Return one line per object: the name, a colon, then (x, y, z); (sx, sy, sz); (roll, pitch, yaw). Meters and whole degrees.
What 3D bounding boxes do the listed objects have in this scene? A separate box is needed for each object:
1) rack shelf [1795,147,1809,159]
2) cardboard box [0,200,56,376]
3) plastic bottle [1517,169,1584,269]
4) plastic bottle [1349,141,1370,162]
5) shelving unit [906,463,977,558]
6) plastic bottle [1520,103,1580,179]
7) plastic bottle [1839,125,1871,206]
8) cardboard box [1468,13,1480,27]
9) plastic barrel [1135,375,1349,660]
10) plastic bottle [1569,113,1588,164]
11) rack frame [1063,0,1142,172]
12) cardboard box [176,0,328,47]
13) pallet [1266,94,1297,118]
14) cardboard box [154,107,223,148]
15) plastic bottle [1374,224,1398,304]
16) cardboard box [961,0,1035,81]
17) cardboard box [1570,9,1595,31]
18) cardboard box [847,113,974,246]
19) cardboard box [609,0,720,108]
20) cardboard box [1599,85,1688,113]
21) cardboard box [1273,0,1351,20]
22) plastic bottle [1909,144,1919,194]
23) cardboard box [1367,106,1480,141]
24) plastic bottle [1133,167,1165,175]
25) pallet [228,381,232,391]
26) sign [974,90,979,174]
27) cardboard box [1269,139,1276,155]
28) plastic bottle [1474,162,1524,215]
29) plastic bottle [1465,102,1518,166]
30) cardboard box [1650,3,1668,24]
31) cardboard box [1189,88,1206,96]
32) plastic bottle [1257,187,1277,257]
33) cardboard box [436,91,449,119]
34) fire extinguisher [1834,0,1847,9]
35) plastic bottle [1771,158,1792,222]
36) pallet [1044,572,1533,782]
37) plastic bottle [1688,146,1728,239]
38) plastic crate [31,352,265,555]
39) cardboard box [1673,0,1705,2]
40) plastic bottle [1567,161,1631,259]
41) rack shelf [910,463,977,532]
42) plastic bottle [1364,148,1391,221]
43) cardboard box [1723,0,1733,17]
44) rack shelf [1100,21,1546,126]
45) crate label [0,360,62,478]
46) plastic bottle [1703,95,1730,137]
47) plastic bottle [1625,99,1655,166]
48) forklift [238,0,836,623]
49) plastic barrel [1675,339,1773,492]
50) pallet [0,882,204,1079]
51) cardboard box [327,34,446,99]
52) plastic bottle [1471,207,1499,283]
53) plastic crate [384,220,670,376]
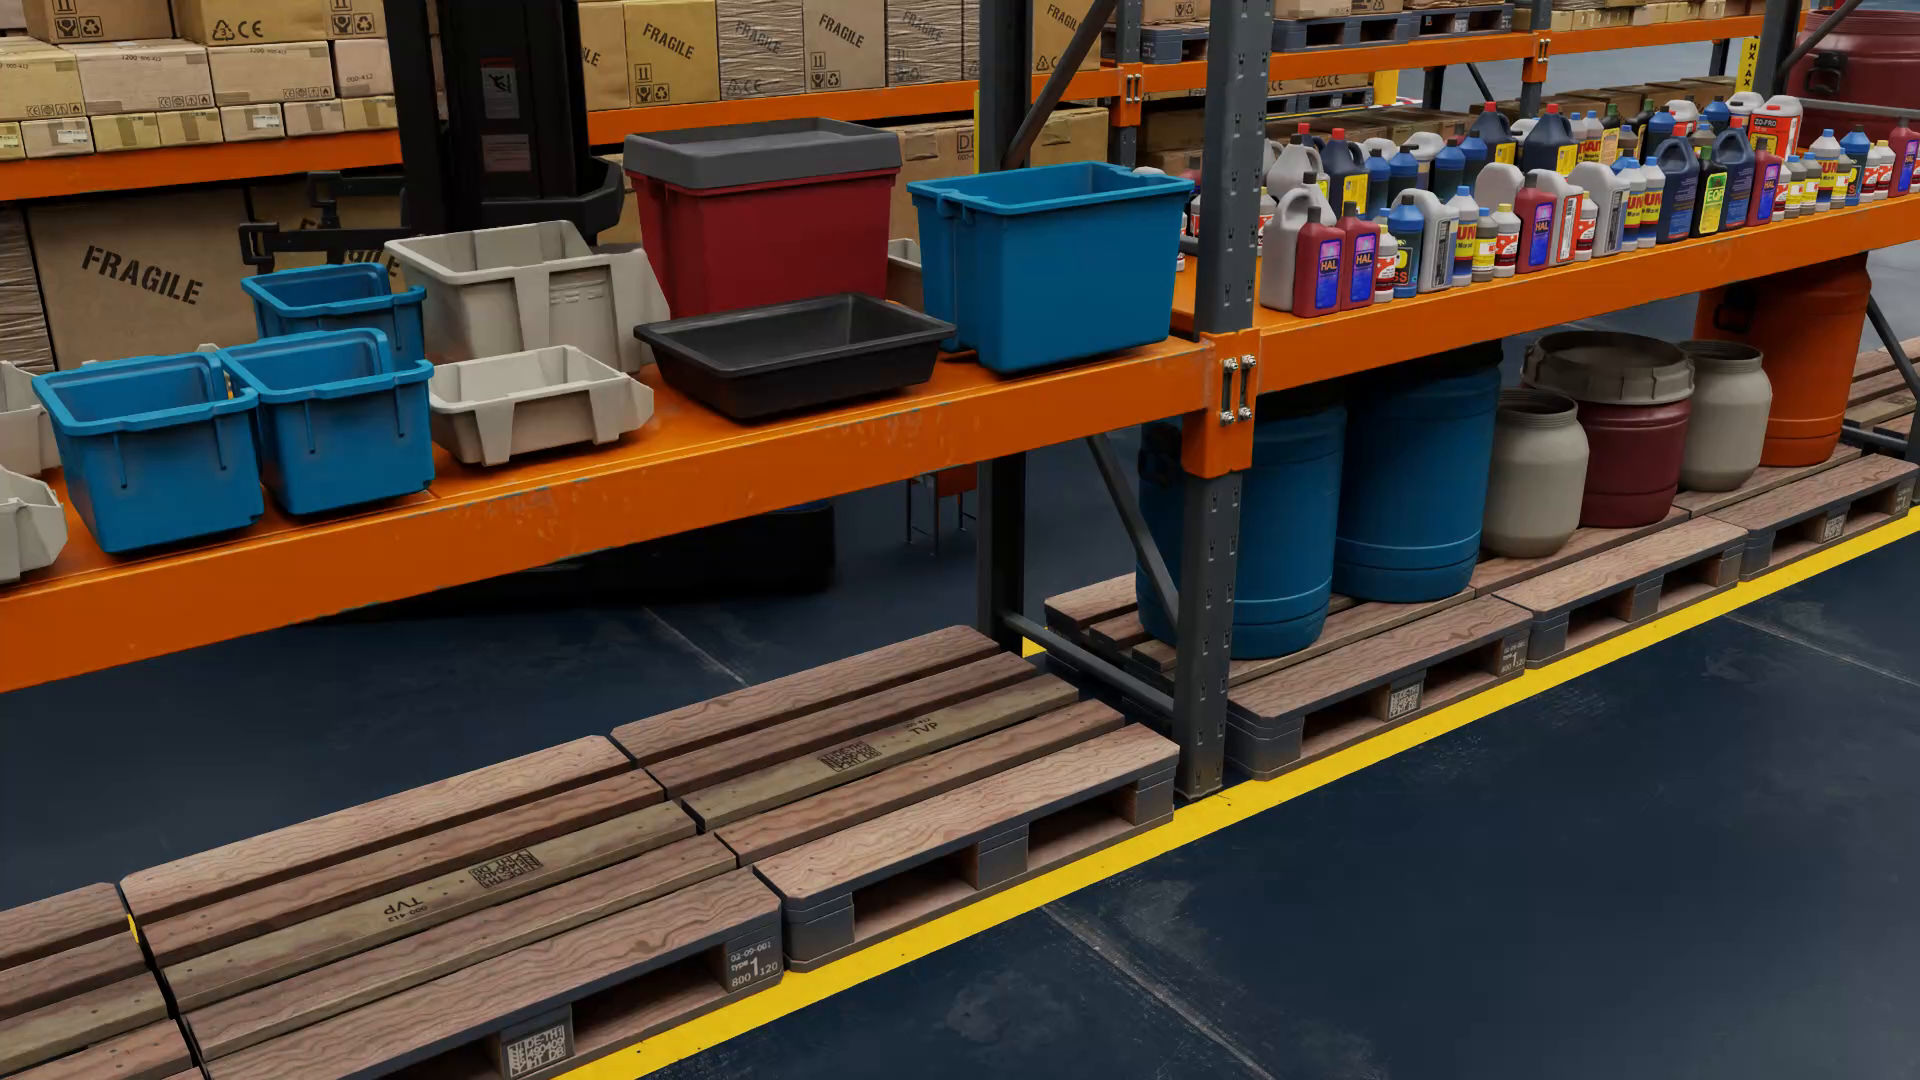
rack shelf: (5.262, -1.796, 7.820); (4.000, 0.370, 1.077); (-15, 26, -33)
cardboard box: (-4.537, -1.023, 7.213); (0.875, 0.875, 0.875); (-15, 26, -33)
plastic bottle: (1.741, -0.959, 4.921); (0.135, 0.276, 0.152); (-15, 26, -33)
plastic bottle: (1.228, -1.144, 5.384); (0.135, 0.276, 0.152); (-15, 26, -33)
shelving unit: (-0.043, -0.476, 6.173); (0.252, 1.050, 0.215); (-15, 26, -33)
plastic bottle: (2.038, -1.327, 5.742); (0.185, 0.351, 0.144); (-15, 26, -33)
plastic bottle: (3.109, -1.310, 5.805); (0.097, 0.271, 0.097); (0, 22, 0)
cardboard box: (3.995, -4.071, 12.890); (0.250, 0.149, 0.380); (-15, 26, -33)
plastic barrel: (0.843, -0.164, 5.025); (0.708, 0.901, 0.600); (-15, 26, -33)
plastic bottle: (2.238, -1.424, 6.091); (0.097, 0.271, 0.097); (0, 22, 0)
rack frame: (0.746, -3.187, 10.336); (0.127, 3.000, 1.000); (-15, 26, -33)
cardboard box: (-3.128, -2.451, 7.280); (0.500, 0.500, 0.500); (-15, 26, -32)
pallet: (2.832, -4.678, 17.835); (1.213, 0.211, 1.003); (-15, 26, -33)
cardboard box: (-3.393, -1.817, 7.241); (0.250, 0.149, 0.380); (-14, 26, -32)
plastic bottle: (1.129, -0.749, 4.494); (0.097, 0.201, 0.097); (0, 22, 0)
cardboard box: (0.082, -2.946, 9.596); (0.500, 0.500, 0.500); (-15, 26, -33)
cardboard box: (4.553, -3.942, 12.567); (0.250, 0.149, 0.380); (-15, 26, -33)
cardboard box: (-0.555, -2.061, 9.815); (0.875, 0.875, 1.225); (-15, 26, -33)
cardboard box: (-1.574, -2.501, 8.482); (0.500, 0.500, 0.500); (-15, 26, -33)
cardboard box: (5.738, -3.553, 14.059); (0.500, 0.500, 0.500); (-12, 25, -28)
cardboard box: (2.240, -3.606, 11.021); (0.500, 0.250, 0.500); (-16, 27, -34)
plastic bottle: (3.455, -1.369, 6.048); (0.097, 0.201, 0.097); (0, 22, 0)
cardboard box: (3.482, -2.970, 12.570); (0.500, 0.500, 0.700); (-17, 28, -37)
plastic bottle: (0.522, -0.956, 4.912); (0.135, 0.276, 0.152); (-15, 26, -33)
pallet: (-3.164, -0.885, 8.329); (1.213, 0.211, 1.003); (-15, 26, -33)
sign: (0.071, -1.125, 4.796); (0.005, 0.325, 0.100); (-15, 26, -33)
cardboard box: (1.721, -2.505, 11.406); (0.500, 0.500, 0.700); (-18, 28, -37)
plastic bottle: (1.652, -1.005, 5.035); (0.135, 0.276, 0.152); (-15, 26, -33)
plastic bottle: (1.840, -1.344, 5.784); (0.185, 0.351, 0.144); (-15, 26, -33)
cardboard box: (5.343, -4.170, 13.138); (0.250, 0.149, 0.380); (-15, 26, -33)
cardboard box: (2.459, -5.086, 17.396); (0.875, 0.875, 0.875); (-15, 26, -32)
plastic bottle: (0.907, -0.967, 5.040); (0.097, 0.201, 0.097); (0, 22, 0)
cardboard box: (-2.558, -2.040, 7.800); (0.250, 0.149, 0.380); (-15, 26, -33)
fire extinguisher: (7.602, -4.769, 14.404); (0.183, 0.674, 0.296); (-15, 26, -33)
plastic bottle: (2.714, -1.172, 5.553); (0.097, 0.201, 0.097); (0, 22, 0)
pallet: (1.042, 0.310, 5.336); (1.213, 0.211, 1.003); (-15, 26, -33)
plastic bottle: (2.373, -1.110, 5.289); (0.133, 0.283, 0.061); (-15, 26, -33)
plastic crate: (-1.394, -0.155, 2.882); (0.300, 0.233, 0.416); (-15, 26, -33)
cardboard box: (5.597, -4.648, 13.461); (0.500, 0.500, 0.875); (-15, 26, -33)
plastic bottle: (1.929, -1.010, 5.046); (0.135, 0.276, 0.152); (-15, 26, -33)
rack shelf: (-0.043, -0.208, 6.280); (0.240, 0.259, 0.215); (-15, 26, -33)
plastic bottle: (1.316, -1.109, 5.301); (0.097, 0.271, 0.097); (0, 22, 0)
cardboard box: (6.124, -4.403, 13.721); (0.250, 0.149, 0.380); (-15, 26, -33)
rack shelf: (2.369, -3.286, 11.554); (4.000, 0.370, 1.077); (-15, 26, -33)
crate label: (-1.844, -0.228, 3.194); (0.243, 0.136, 0.396); (-15, 26, -33)
plastic bottle: (2.988, -1.624, 6.592); (0.097, 0.271, 0.097); (0, 22, 0)
plastic bottle: (2.587, -1.531, 6.343); (0.133, 0.283, 0.061); (-15, 26, -33)
forklift: (-2.008, -1.286, 5.665); (3.031, 2.935, 1.130); (-3, 22, -8)
plastic barrel: (2.845, -0.476, 6.333); (0.421, 0.512, 0.421); (0, 22, 0)
pallet: (-2.164, 1.163, 3.197); (1.213, 0.211, 1.003); (-15, 26, -33)
cardboard box: (-2.707, -2.215, 7.701); (0.500, 0.250, 0.500); (-15, 26, -34)
plastic bottle: (1.476, -0.841, 4.726); (0.097, 0.201, 0.097); (0, 22, 0)
plastic crate: (-0.956, -0.529, 3.753); (0.530, 0.282, 0.437); (-15, 26, -33)
